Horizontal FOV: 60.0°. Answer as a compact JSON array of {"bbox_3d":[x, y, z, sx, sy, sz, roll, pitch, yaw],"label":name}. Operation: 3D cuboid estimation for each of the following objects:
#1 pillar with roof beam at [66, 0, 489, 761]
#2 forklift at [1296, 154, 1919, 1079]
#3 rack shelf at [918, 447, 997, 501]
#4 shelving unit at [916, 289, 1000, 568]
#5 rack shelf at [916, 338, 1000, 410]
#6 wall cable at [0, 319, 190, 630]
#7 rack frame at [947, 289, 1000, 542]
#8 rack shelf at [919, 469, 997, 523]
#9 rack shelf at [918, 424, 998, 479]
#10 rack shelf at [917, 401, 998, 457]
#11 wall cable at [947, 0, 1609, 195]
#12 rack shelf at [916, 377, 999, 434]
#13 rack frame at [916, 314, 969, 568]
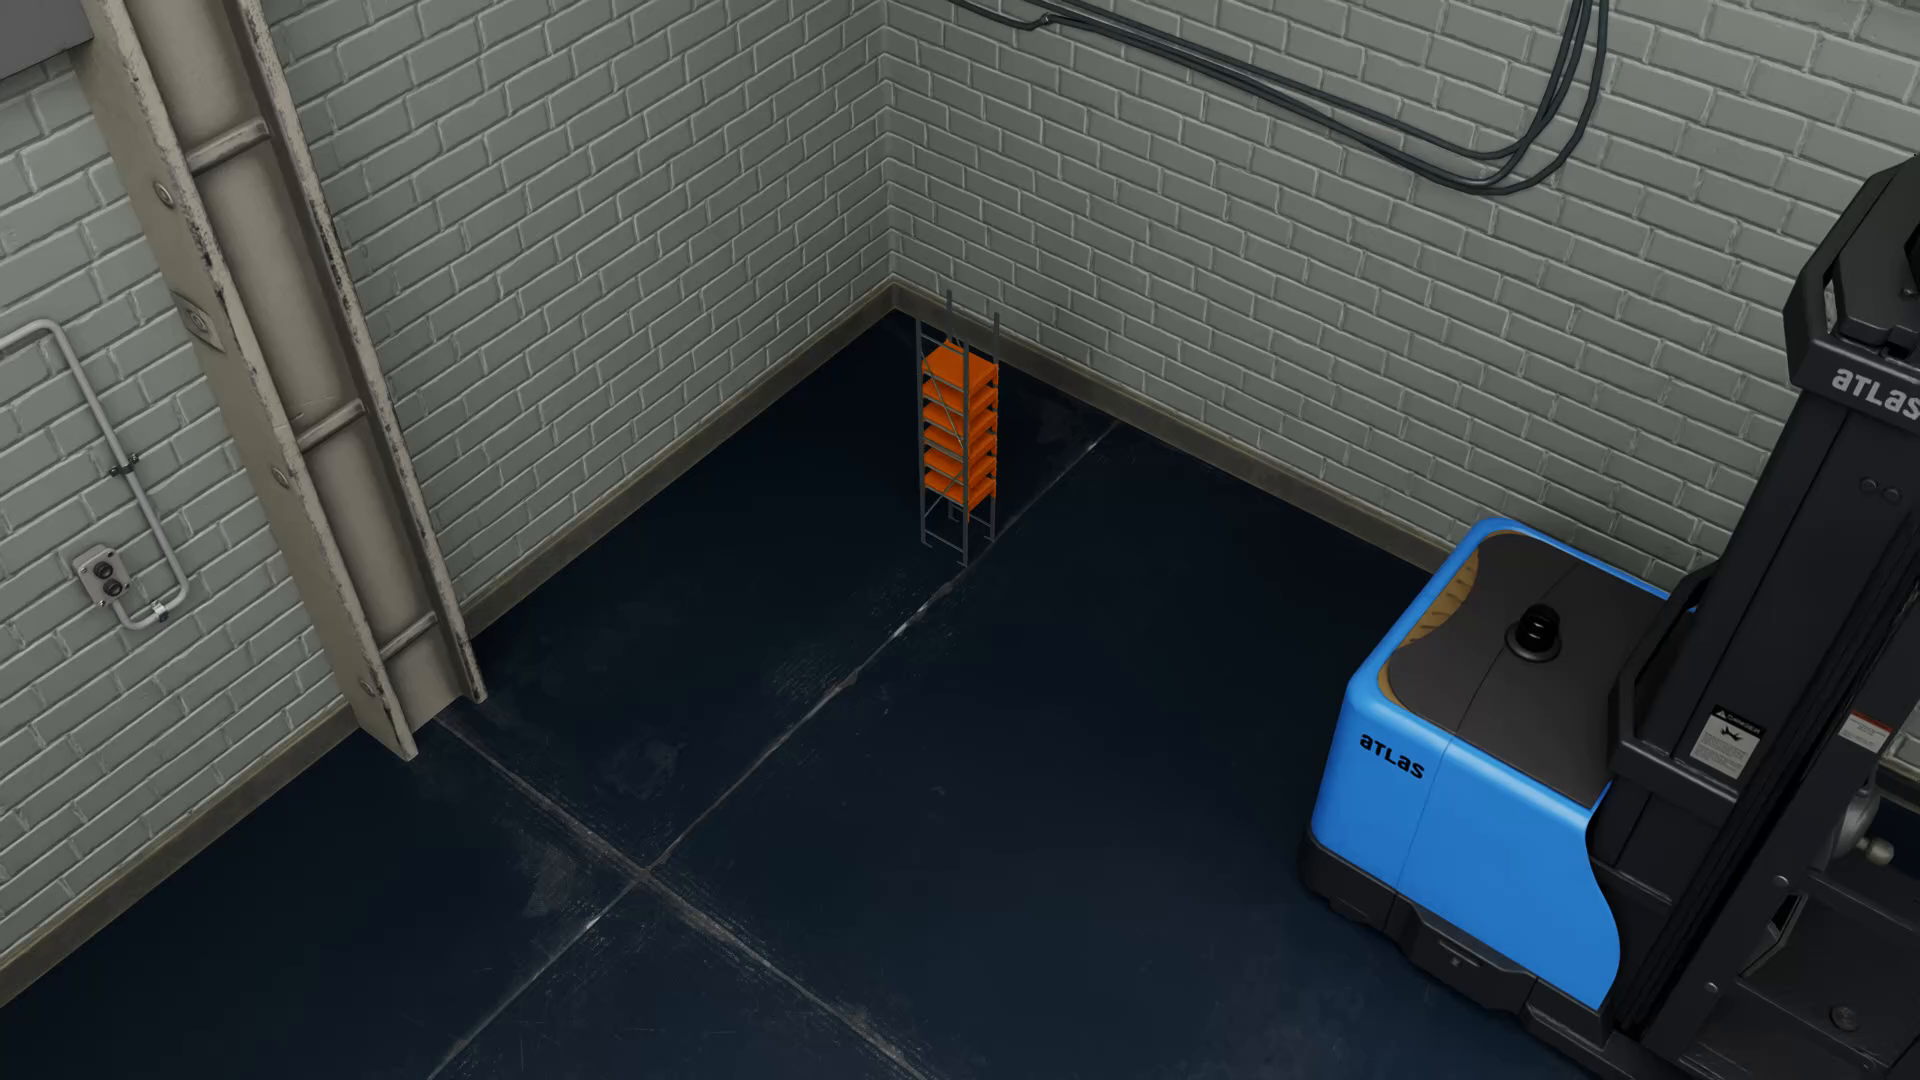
[{"bbox_3d":[1.368,-0.567,1.233,9.100,9.000,0.400,29,53,25],"label":"pillar with roof beam"},{"bbox_3d":[2.628,0.563,4.350,3.031,2.935,1.130,30,53,25],"label":"forklift"},{"bbox_3d":[-0.009,-0.293,6.592,0.258,0.103,0.180,29,53,25],"label":"rack shelf"},{"bbox_3d":[-0.009,-0.406,6.473,0.258,1.200,0.189,29,53,25],"label":"shelving unit"},{"bbox_3d":[-0.009,-0.624,6.245,0.258,0.103,0.180,29,53,25],"label":"rack shelf"},{"bbox_3d":[-2.970,0.028,4.111,0.084,1.984,1.851,29,53,25],"label":"wall cable"},{"bbox_3d":[0.047,-0.459,6.523,0.240,1.200,0.006,29,53,25],"label":"rack frame"},{"bbox_3d":[-0.009,-0.210,6.679,0.258,0.103,0.180,29,53,25],"label":"rack shelf"},{"bbox_3d":[-0.009,-0.375,6.505,0.258,0.103,0.180,29,53,25],"label":"rack shelf"},{"bbox_3d":[-0.009,-0.458,6.418,0.258,0.103,0.180,29,53,25],"label":"rack shelf"},{"bbox_3d":[0.736,-2.549,5.273,3.097,2.526,0.112,29,53,25],"label":"wall cable"},{"bbox_3d":[-0.009,-0.541,6.332,0.258,0.103,0.180,29,53,25],"label":"rack shelf"},{"bbox_3d":[-0.065,-0.354,6.423,0.240,1.200,0.006,29,53,25],"label":"rack frame"}]
